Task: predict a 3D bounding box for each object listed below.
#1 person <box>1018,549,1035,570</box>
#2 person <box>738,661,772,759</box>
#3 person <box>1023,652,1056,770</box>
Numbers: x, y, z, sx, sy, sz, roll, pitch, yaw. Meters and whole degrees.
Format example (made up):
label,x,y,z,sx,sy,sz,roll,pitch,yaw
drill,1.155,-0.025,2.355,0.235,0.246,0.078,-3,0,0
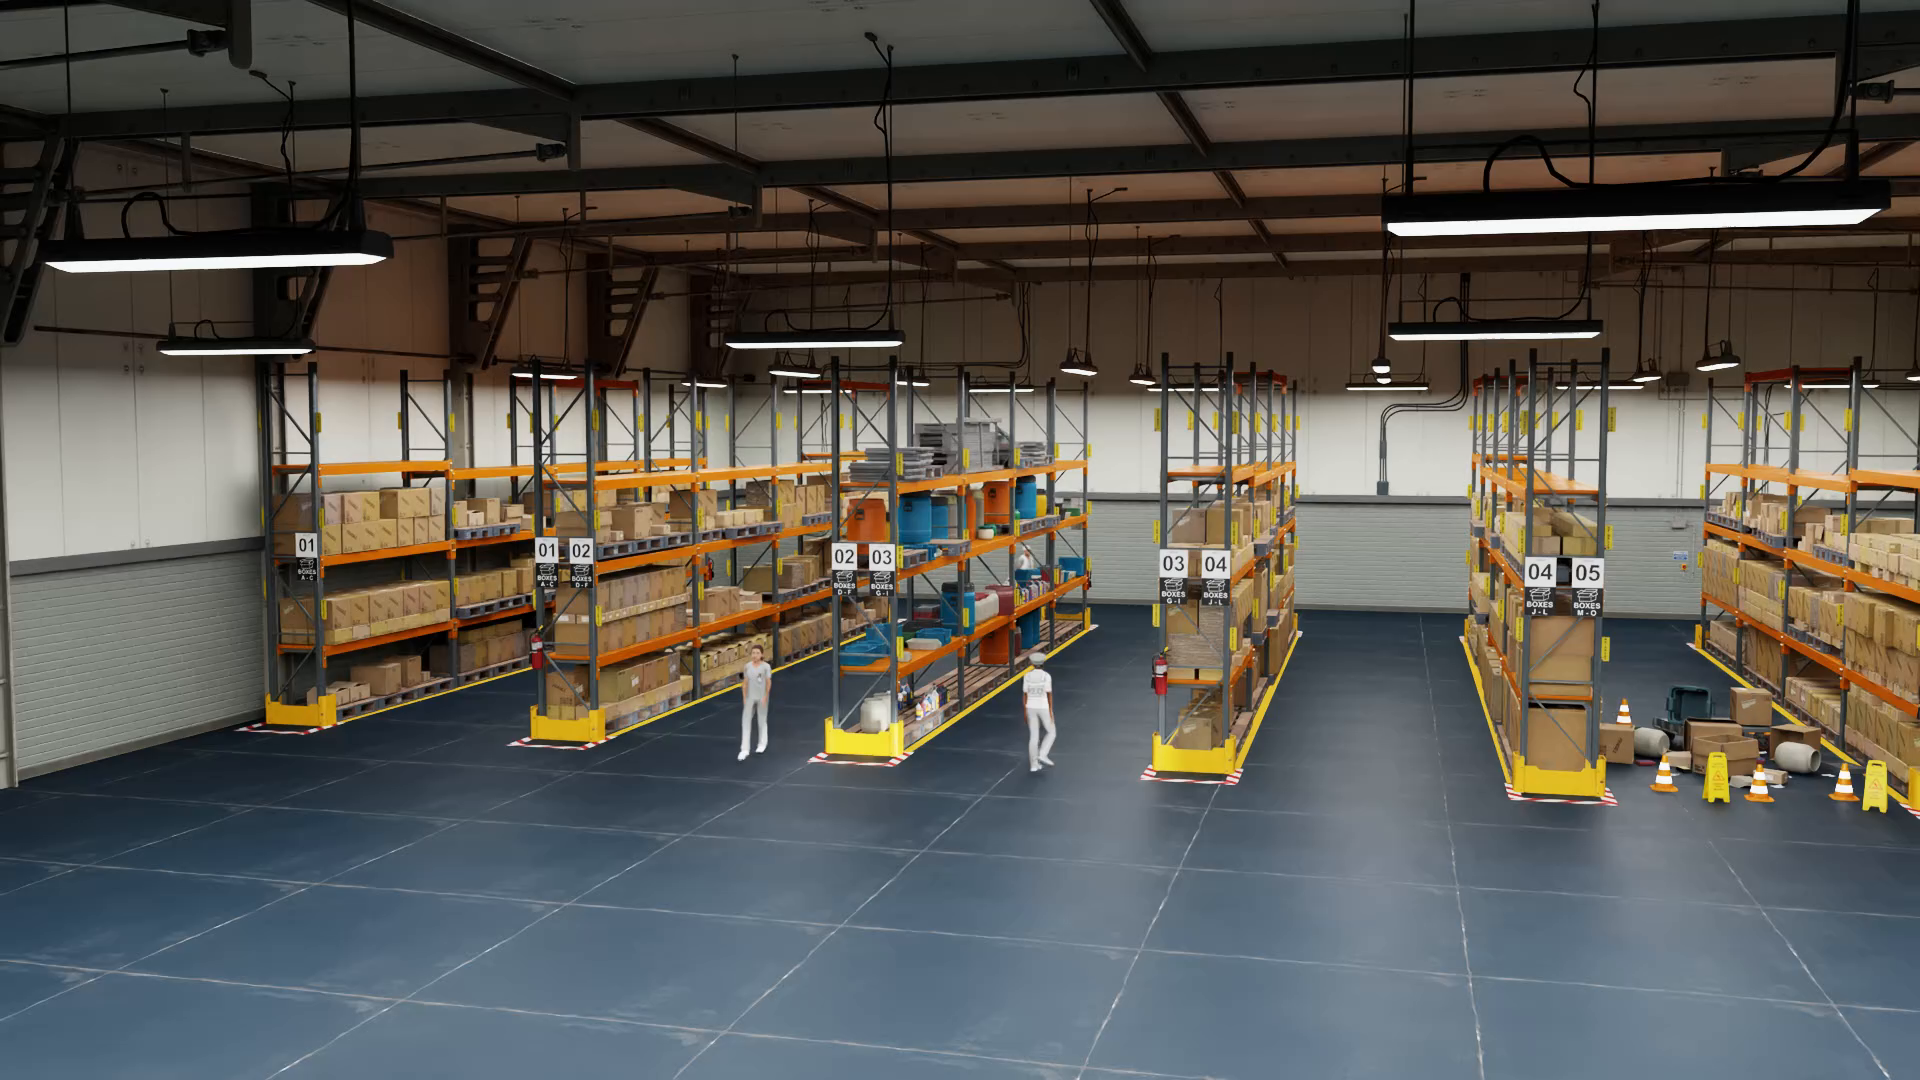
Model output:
label,x,y,z,sx,sy,sz,roll,pitch,yaw
person,1.722,1.022,44.447,0.933,1.706,0.515,3,5,36
person,-3.066,2.538,24.990,0.454,1.400,0.771,0,4,2
person,1.134,2.472,23.984,0.505,1.675,0.457,2,4,24
